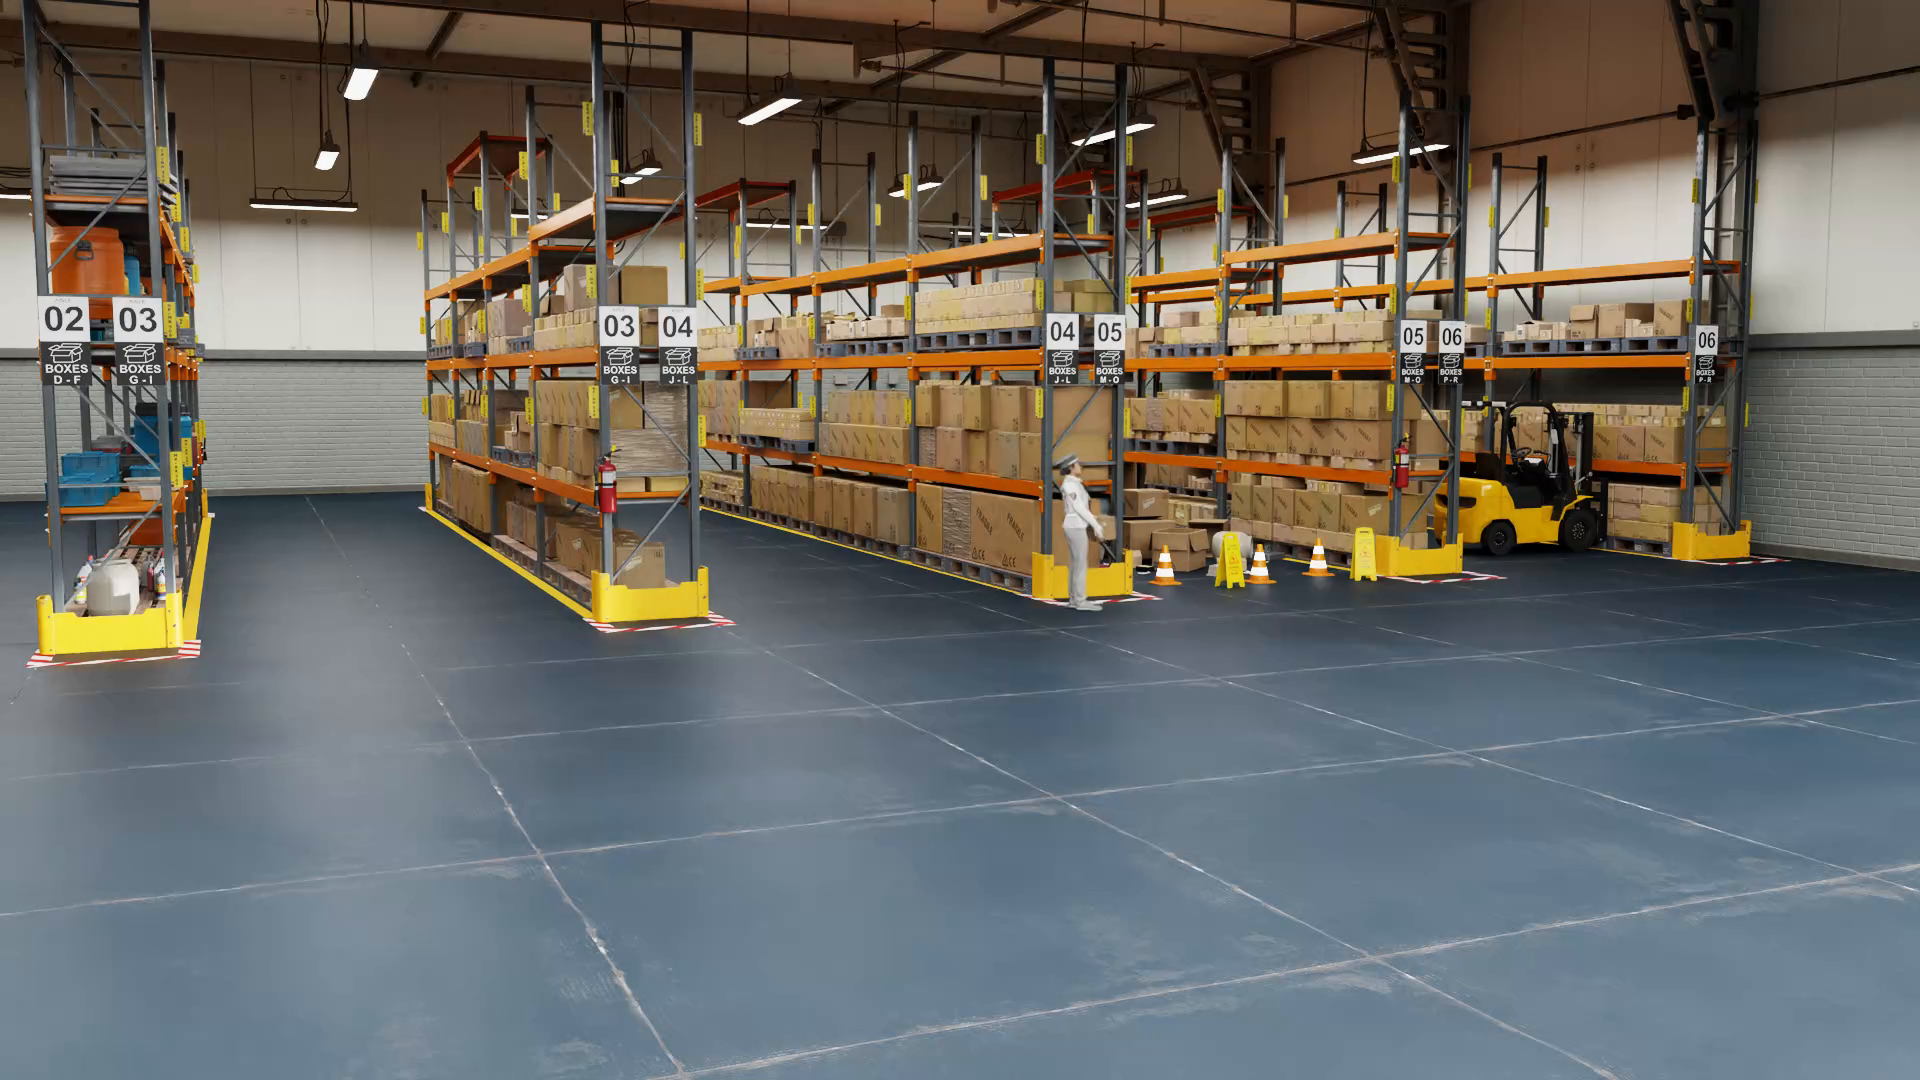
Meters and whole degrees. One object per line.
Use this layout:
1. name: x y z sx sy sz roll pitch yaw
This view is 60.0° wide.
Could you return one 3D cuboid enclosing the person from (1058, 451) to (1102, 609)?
1. person: 1.320 -0.106 17.762 0.509 1.690 0.505 -2 6 -23
